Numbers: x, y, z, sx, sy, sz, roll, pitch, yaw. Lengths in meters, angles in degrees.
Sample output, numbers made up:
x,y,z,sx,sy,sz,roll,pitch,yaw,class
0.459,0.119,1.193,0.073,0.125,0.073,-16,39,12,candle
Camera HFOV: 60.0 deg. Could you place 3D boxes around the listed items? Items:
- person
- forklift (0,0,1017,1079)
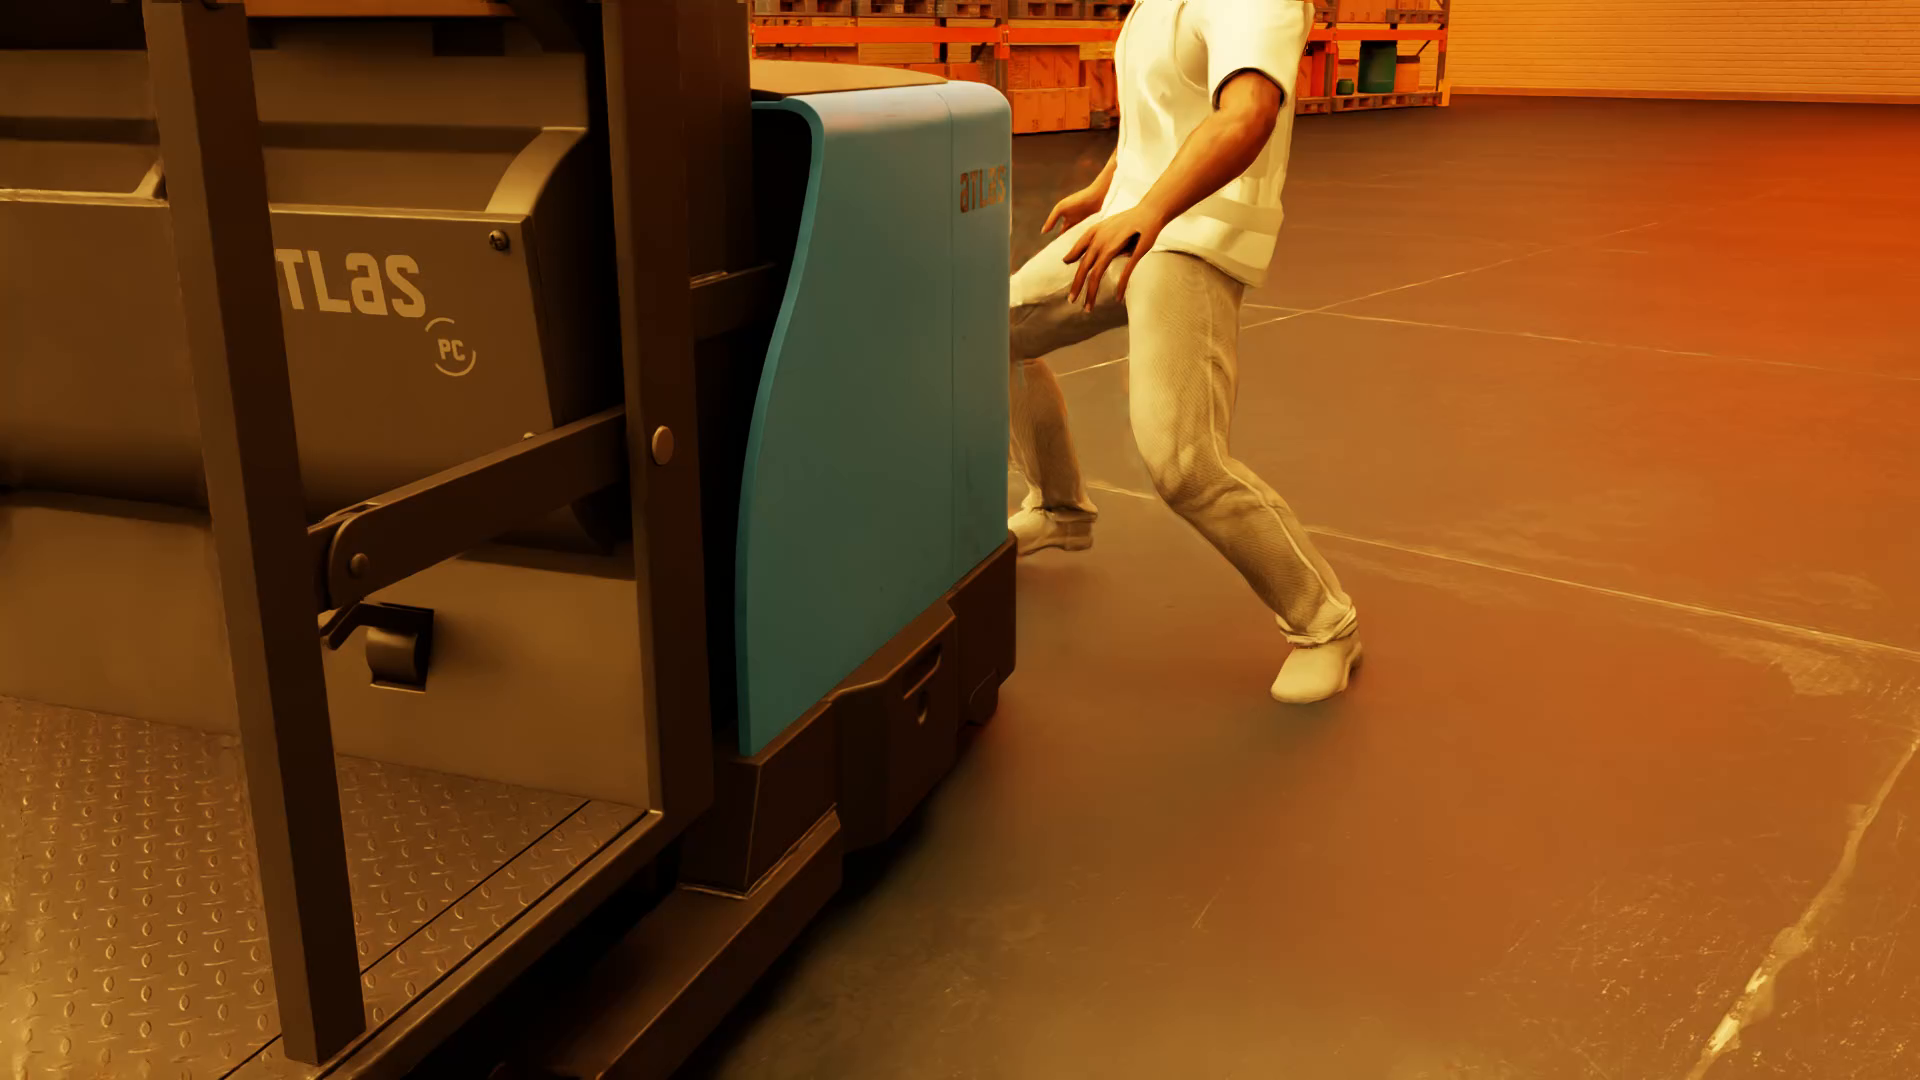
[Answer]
x,y,z,sx,sy,sz,roll,pitch,yaw,class
0.389,-0.577,3.117,0.719,1.632,1.020,-2,17,-6,person
-0.888,-0.769,1.431,1.130,2.935,3.031,6,18,19,forklift
